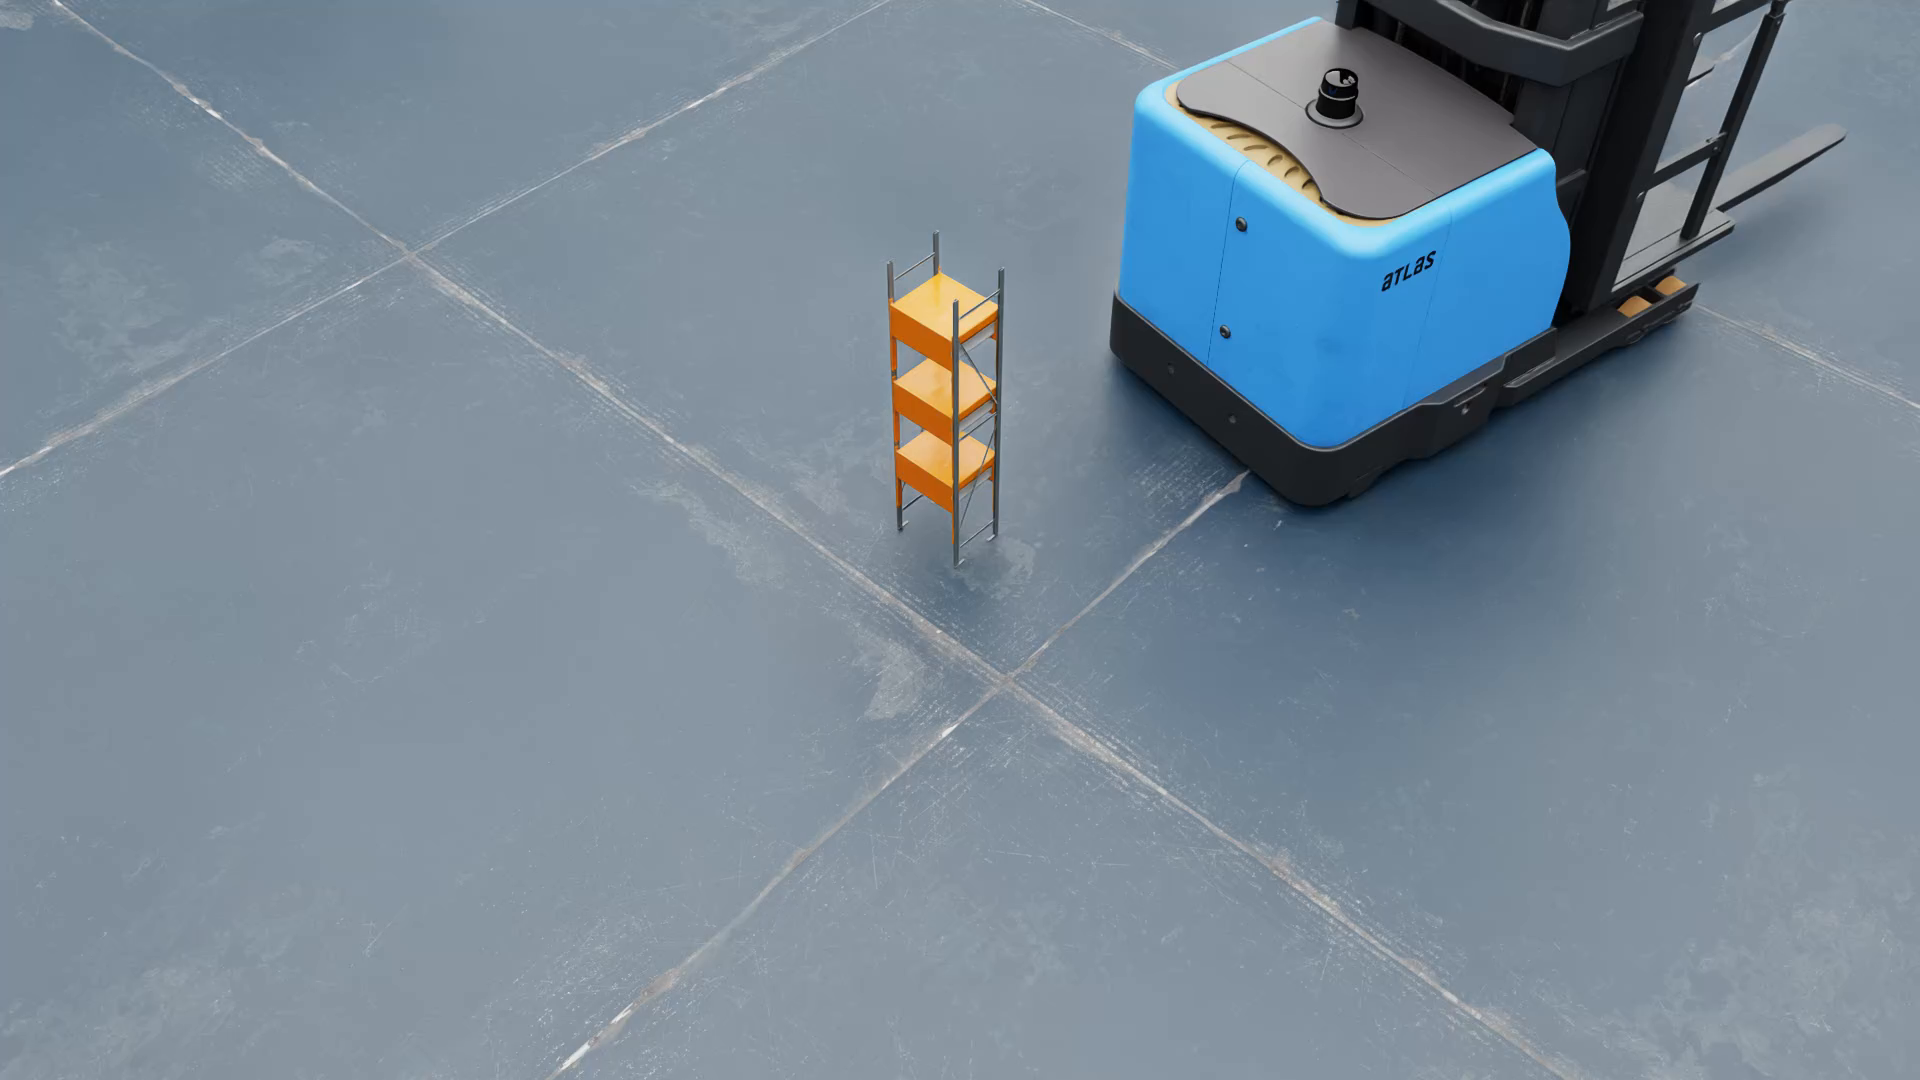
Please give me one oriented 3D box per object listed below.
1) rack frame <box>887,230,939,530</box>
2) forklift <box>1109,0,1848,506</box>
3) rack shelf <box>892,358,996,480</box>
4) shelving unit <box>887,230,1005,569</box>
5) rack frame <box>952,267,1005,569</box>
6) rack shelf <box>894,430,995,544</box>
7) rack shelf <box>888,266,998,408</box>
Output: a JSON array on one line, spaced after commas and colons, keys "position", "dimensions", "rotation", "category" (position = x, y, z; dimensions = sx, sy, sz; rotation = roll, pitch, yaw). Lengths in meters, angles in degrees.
[{"position": [-0.129, -0.446, 4.949], "dimensions": [0.008, 1.050, 0.200], "rotation": [34, 55, 28], "category": "rack frame"}, {"position": [2.013, -1.986, 5.104], "dimensions": [3.031, 2.935, 1.130], "rotation": [-28, 53, -24], "category": "forklift"}, {"position": [-0.039, -0.379, 4.900], "dimensions": [0.240, 0.259, 0.215], "rotation": [34, 55, 28], "category": "rack shelf"}, {"position": [-0.039, -0.386, 4.892], "dimensions": [0.252, 1.050, 0.215], "rotation": [34, 55, 28], "category": "shelving unit"}, {"position": [0.050, -0.325, 4.835], "dimensions": [0.008, 1.050, 0.200], "rotation": [34, 55, 28], "category": "rack frame"}, {"position": [-0.039, -0.188, 5.102], "dimensions": [0.240, 0.259, 0.215], "rotation": [34, 55, 28], "category": "rack shelf"}, {"position": [-0.039, -0.573, 4.693], "dimensions": [0.240, 0.259, 0.215], "rotation": [34, 55, 28], "category": "rack shelf"}]
